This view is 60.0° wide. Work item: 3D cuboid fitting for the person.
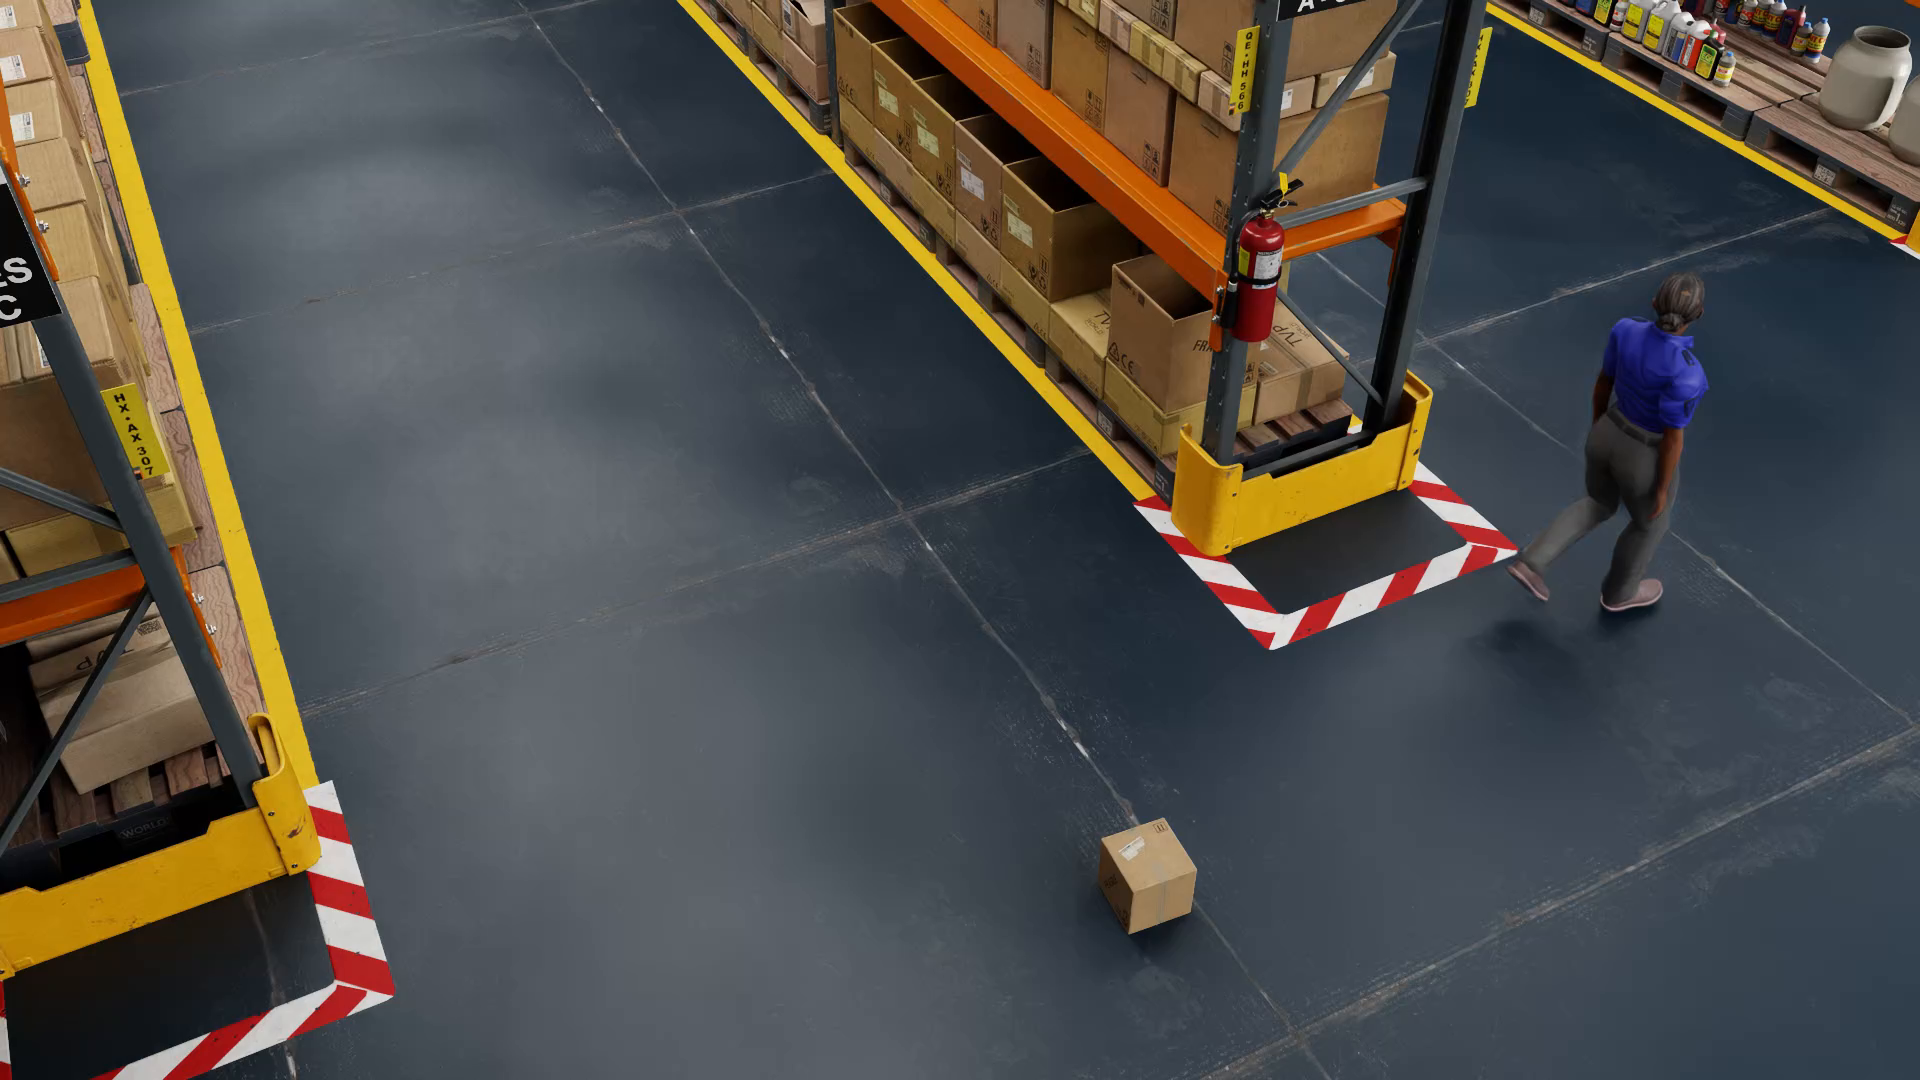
[{"bbox_3d":[2.629,-0.348,6.526,0.720,1.631,0.471,-16,44,-17],"label":"person"}]
